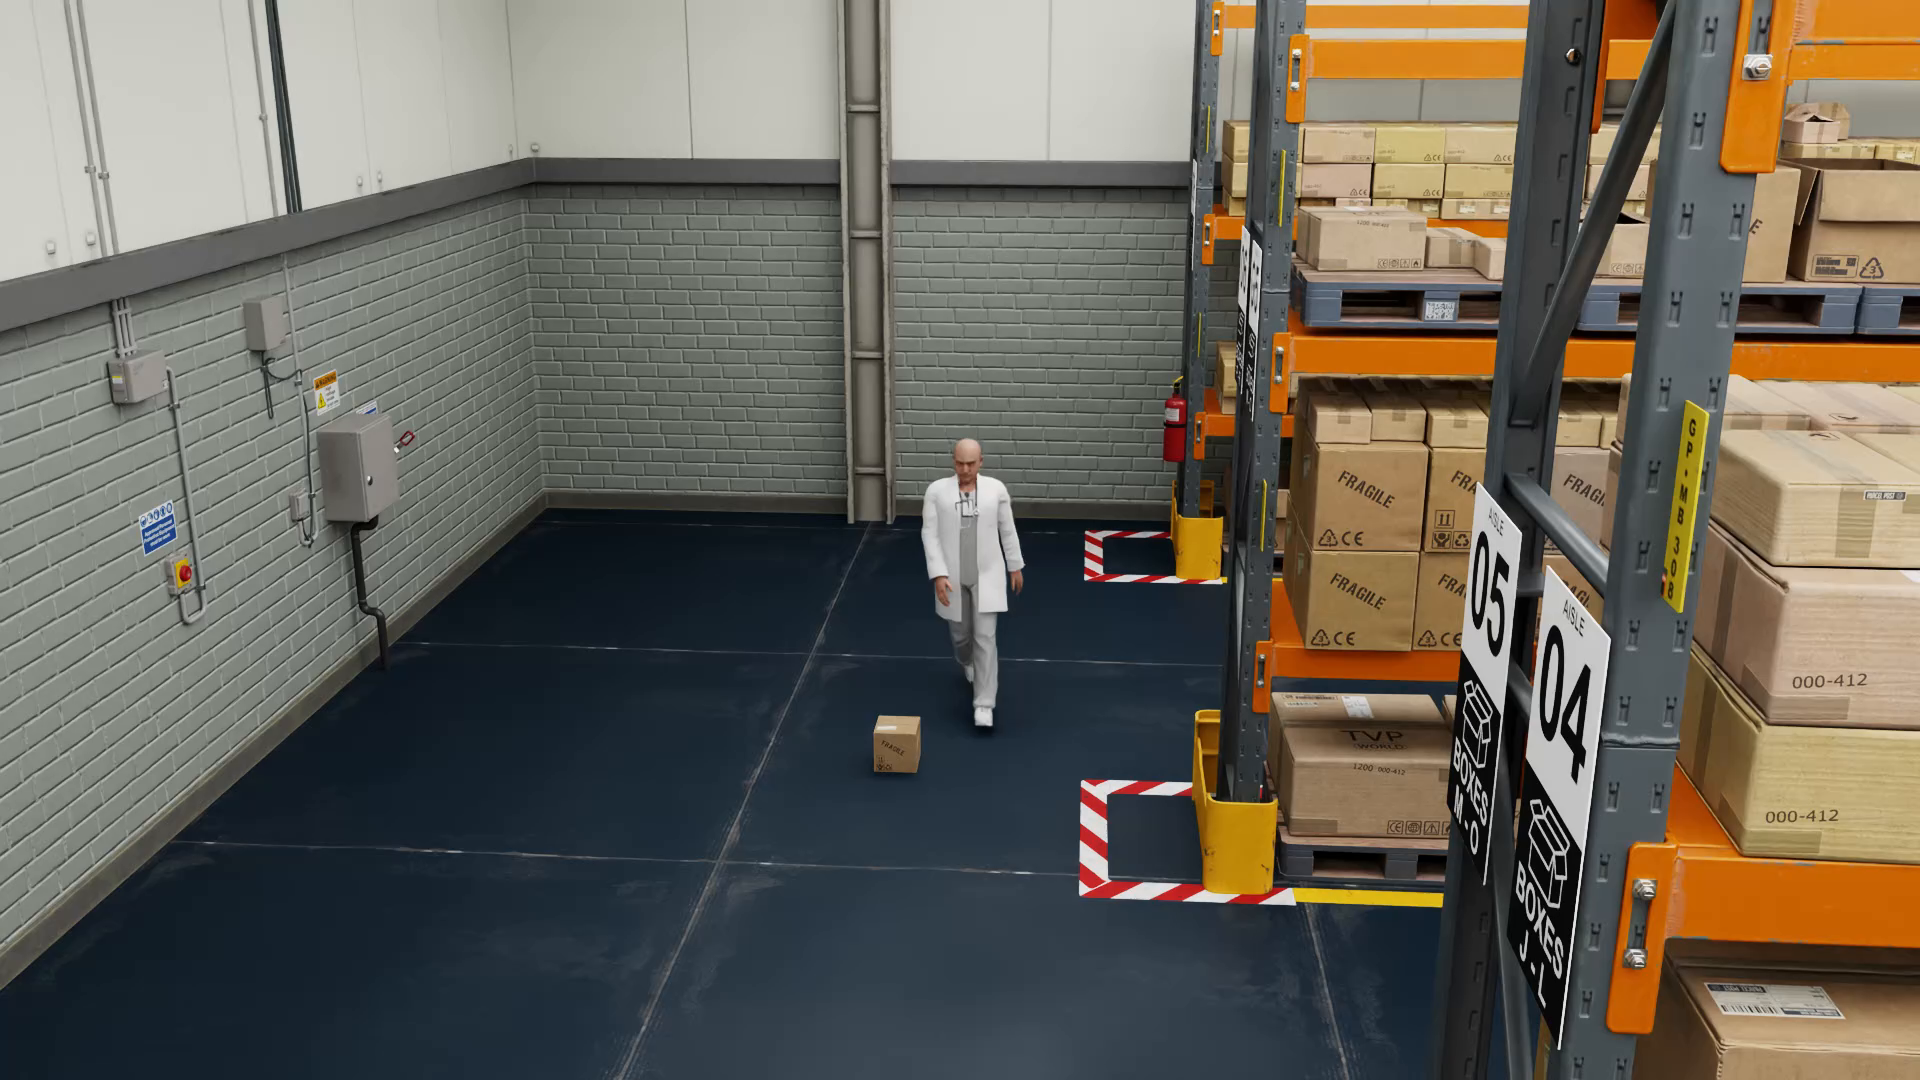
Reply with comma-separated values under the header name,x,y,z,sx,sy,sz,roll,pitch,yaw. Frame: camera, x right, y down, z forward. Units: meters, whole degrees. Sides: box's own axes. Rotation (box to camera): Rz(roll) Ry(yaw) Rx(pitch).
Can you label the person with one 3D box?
name,x,y,z,sx,sy,sz,roll,pitch,yaw
person,0.077,0.221,10.391,0.629,1.744,0.982,2,17,6
